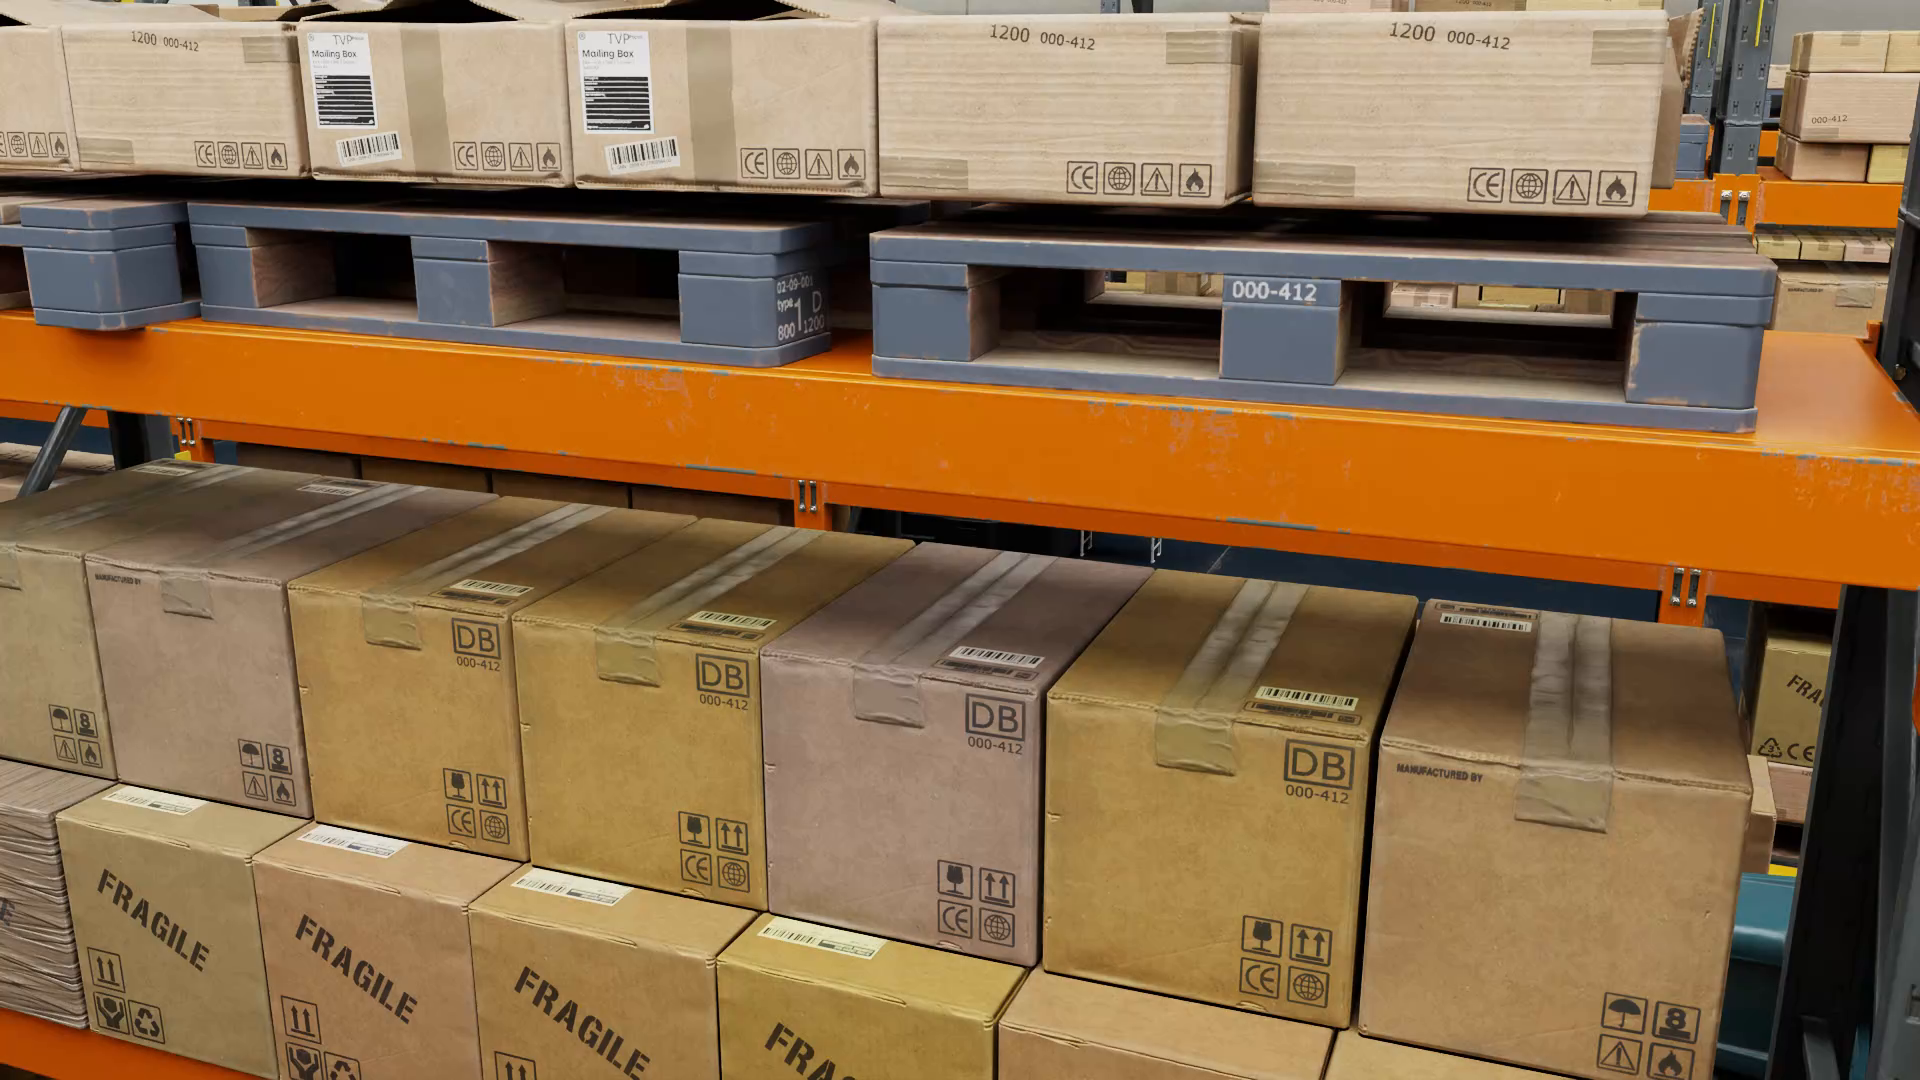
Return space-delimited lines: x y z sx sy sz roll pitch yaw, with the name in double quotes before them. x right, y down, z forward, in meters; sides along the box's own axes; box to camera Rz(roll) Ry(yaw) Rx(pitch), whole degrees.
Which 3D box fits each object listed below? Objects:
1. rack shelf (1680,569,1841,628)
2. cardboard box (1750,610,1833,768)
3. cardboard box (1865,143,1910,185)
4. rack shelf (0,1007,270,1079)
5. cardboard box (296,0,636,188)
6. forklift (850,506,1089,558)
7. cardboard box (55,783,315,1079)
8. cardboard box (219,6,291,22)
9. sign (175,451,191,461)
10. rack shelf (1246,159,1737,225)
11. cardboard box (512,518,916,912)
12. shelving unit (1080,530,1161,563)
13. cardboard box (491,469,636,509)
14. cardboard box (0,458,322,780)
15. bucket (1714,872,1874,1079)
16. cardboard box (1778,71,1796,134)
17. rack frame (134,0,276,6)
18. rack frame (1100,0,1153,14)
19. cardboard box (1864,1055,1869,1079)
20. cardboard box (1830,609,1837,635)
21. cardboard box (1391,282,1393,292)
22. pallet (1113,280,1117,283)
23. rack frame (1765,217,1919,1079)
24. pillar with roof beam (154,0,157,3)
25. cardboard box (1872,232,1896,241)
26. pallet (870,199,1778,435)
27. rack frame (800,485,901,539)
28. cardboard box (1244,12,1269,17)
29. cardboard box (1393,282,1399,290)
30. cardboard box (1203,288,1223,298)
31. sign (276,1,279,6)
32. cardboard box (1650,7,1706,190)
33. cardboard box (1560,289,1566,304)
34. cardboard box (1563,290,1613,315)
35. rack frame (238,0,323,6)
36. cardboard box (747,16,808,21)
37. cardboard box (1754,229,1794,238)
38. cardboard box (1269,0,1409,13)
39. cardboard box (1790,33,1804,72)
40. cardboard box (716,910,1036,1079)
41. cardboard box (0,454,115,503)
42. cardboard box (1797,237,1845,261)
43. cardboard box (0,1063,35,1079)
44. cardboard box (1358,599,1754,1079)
"rack shelf" 5.018 0.295 6.569 4.000 0.370 1.077 6 17 21
"cardboard box" 3.607 0.634 6.945 0.500 0.500 0.500 7 18 23
"cardboard box" 3.579 -1.438 6.317 0.250 0.149 0.380 6 17 21
"rack shelf" -0.426 1.180 3.521 4.000 0.370 1.077 6 17 21
"cardboard box" -0.750 -0.783 2.838 0.500 0.311 0.500 6 17 20
"forklift" -0.595 -1.465 11.464 3.031 2.935 1.130 6 17 18
"cardboard box" -1.494 0.749 3.535 0.500 0.500 0.500 6 17 20
"cardboard box" -3.571 -2.599 8.932 0.500 0.500 0.500 6 17 20
"sign" -2.086 -0.071 4.461 0.005 0.325 0.100 6 17 21
"rack shelf" 1.297 -1.555 7.560 4.000 0.370 1.077 6 17 21
"cardboard box" -0.448 0.305 3.269 0.500 0.500 0.700 6 17 20
"shelving unit" 1.093 -0.474 11.154 0.503 1.200 0.258 6 17 19
"cardboard box" -2.004 -0.031 9.456 0.875 0.875 0.875 7 17 21
"cardboard box" -1.872 0.150 3.805 0.500 0.500 0.700 6 17 20
"bucket" 2.407 1.297 4.972 0.620 0.611 0.726 1 13 42
"cardboard box" 3.668 -1.791 6.819 0.500 0.250 0.500 6 17 20
"rack frame" -4.285 -3.955 9.156 0.127 3.000 1.000 6 17 21
"rack frame" 1.254 -4.833 12.182 0.127 3.000 1.000 6 17 21
"cardboard box" 1.783 1.001 2.575 0.550 0.550 0.875 6 17 21
"cardboard box" 3.701 0.350 6.757 0.250 0.149 0.380 7 17 21
"cardboard box" 1.735 -1.037 7.237 0.250 0.149 0.380 6 17 18
"pallet" 0.598 -1.911 13.222 1.003 0.211 1.213 6 17 21
"rack frame" 1.435 1.039 2.716 0.127 3.000 1.000 6 17 21
"pillar with roof beam" -9.945 -5.045 12.911 0.400 9.000 9.100 6 17 21
"cardboard box" 6.342 -1.990 11.272 0.250 0.149 0.380 6 17 20
"pallet" 0.564 -0.391 2.603 1.217 0.209 0.805 6 17 18
"rack frame" -0.564 -0.665 8.583 0.127 3.000 1.000 6 17 21
"cardboard box" 2.344 -3.528 11.953 0.500 0.500 0.700 6 17 20
"cardboard box" 3.007 -1.856 12.060 0.500 0.250 0.500 7 17 21
"cardboard box" 1.423 -0.925 8.015 0.500 0.500 0.500 6 17 18
"sign" -4.095 -3.056 9.946 0.005 0.325 0.100 6 17 21
"cardboard box" 0.965 -0.714 2.679 0.396 0.266 0.258 6 17 20
"cardboard box" 4.424 -1.695 11.505 0.500 0.250 0.500 6 17 19
"cardboard box" 2.849 -1.099 7.451 0.250 0.149 0.380 6 17 20
"rack frame" -6.188 -5.652 15.001 0.127 3.000 1.000 6 17 21
"cardboard box" -0.228 -0.833 3.092 0.258 0.266 0.396 6 17 21
"cardboard box" 5.601 -2.055 11.495 0.250 0.149 0.380 6 17 19
"cardboard box" 1.614 -2.191 7.078 0.500 0.250 0.500 7 17 22
"cardboard box" 3.532 -1.983 6.762 0.250 0.149 0.380 7 17 22
"cardboard box" -0.089 0.903 3.003 0.500 0.500 0.500 6 17 21
"cardboard box" -5.663 -0.229 10.923 0.875 0.438 0.875 6 17 19
"cardboard box" 5.679 -1.909 10.993 0.250 0.149 0.380 6 17 20
"cardboard box" -2.851 1.490 4.892 0.500 0.500 0.500 6 17 18
"cardboard box" 0.971 0.461 2.732 0.500 0.500 0.700 6 17 20
